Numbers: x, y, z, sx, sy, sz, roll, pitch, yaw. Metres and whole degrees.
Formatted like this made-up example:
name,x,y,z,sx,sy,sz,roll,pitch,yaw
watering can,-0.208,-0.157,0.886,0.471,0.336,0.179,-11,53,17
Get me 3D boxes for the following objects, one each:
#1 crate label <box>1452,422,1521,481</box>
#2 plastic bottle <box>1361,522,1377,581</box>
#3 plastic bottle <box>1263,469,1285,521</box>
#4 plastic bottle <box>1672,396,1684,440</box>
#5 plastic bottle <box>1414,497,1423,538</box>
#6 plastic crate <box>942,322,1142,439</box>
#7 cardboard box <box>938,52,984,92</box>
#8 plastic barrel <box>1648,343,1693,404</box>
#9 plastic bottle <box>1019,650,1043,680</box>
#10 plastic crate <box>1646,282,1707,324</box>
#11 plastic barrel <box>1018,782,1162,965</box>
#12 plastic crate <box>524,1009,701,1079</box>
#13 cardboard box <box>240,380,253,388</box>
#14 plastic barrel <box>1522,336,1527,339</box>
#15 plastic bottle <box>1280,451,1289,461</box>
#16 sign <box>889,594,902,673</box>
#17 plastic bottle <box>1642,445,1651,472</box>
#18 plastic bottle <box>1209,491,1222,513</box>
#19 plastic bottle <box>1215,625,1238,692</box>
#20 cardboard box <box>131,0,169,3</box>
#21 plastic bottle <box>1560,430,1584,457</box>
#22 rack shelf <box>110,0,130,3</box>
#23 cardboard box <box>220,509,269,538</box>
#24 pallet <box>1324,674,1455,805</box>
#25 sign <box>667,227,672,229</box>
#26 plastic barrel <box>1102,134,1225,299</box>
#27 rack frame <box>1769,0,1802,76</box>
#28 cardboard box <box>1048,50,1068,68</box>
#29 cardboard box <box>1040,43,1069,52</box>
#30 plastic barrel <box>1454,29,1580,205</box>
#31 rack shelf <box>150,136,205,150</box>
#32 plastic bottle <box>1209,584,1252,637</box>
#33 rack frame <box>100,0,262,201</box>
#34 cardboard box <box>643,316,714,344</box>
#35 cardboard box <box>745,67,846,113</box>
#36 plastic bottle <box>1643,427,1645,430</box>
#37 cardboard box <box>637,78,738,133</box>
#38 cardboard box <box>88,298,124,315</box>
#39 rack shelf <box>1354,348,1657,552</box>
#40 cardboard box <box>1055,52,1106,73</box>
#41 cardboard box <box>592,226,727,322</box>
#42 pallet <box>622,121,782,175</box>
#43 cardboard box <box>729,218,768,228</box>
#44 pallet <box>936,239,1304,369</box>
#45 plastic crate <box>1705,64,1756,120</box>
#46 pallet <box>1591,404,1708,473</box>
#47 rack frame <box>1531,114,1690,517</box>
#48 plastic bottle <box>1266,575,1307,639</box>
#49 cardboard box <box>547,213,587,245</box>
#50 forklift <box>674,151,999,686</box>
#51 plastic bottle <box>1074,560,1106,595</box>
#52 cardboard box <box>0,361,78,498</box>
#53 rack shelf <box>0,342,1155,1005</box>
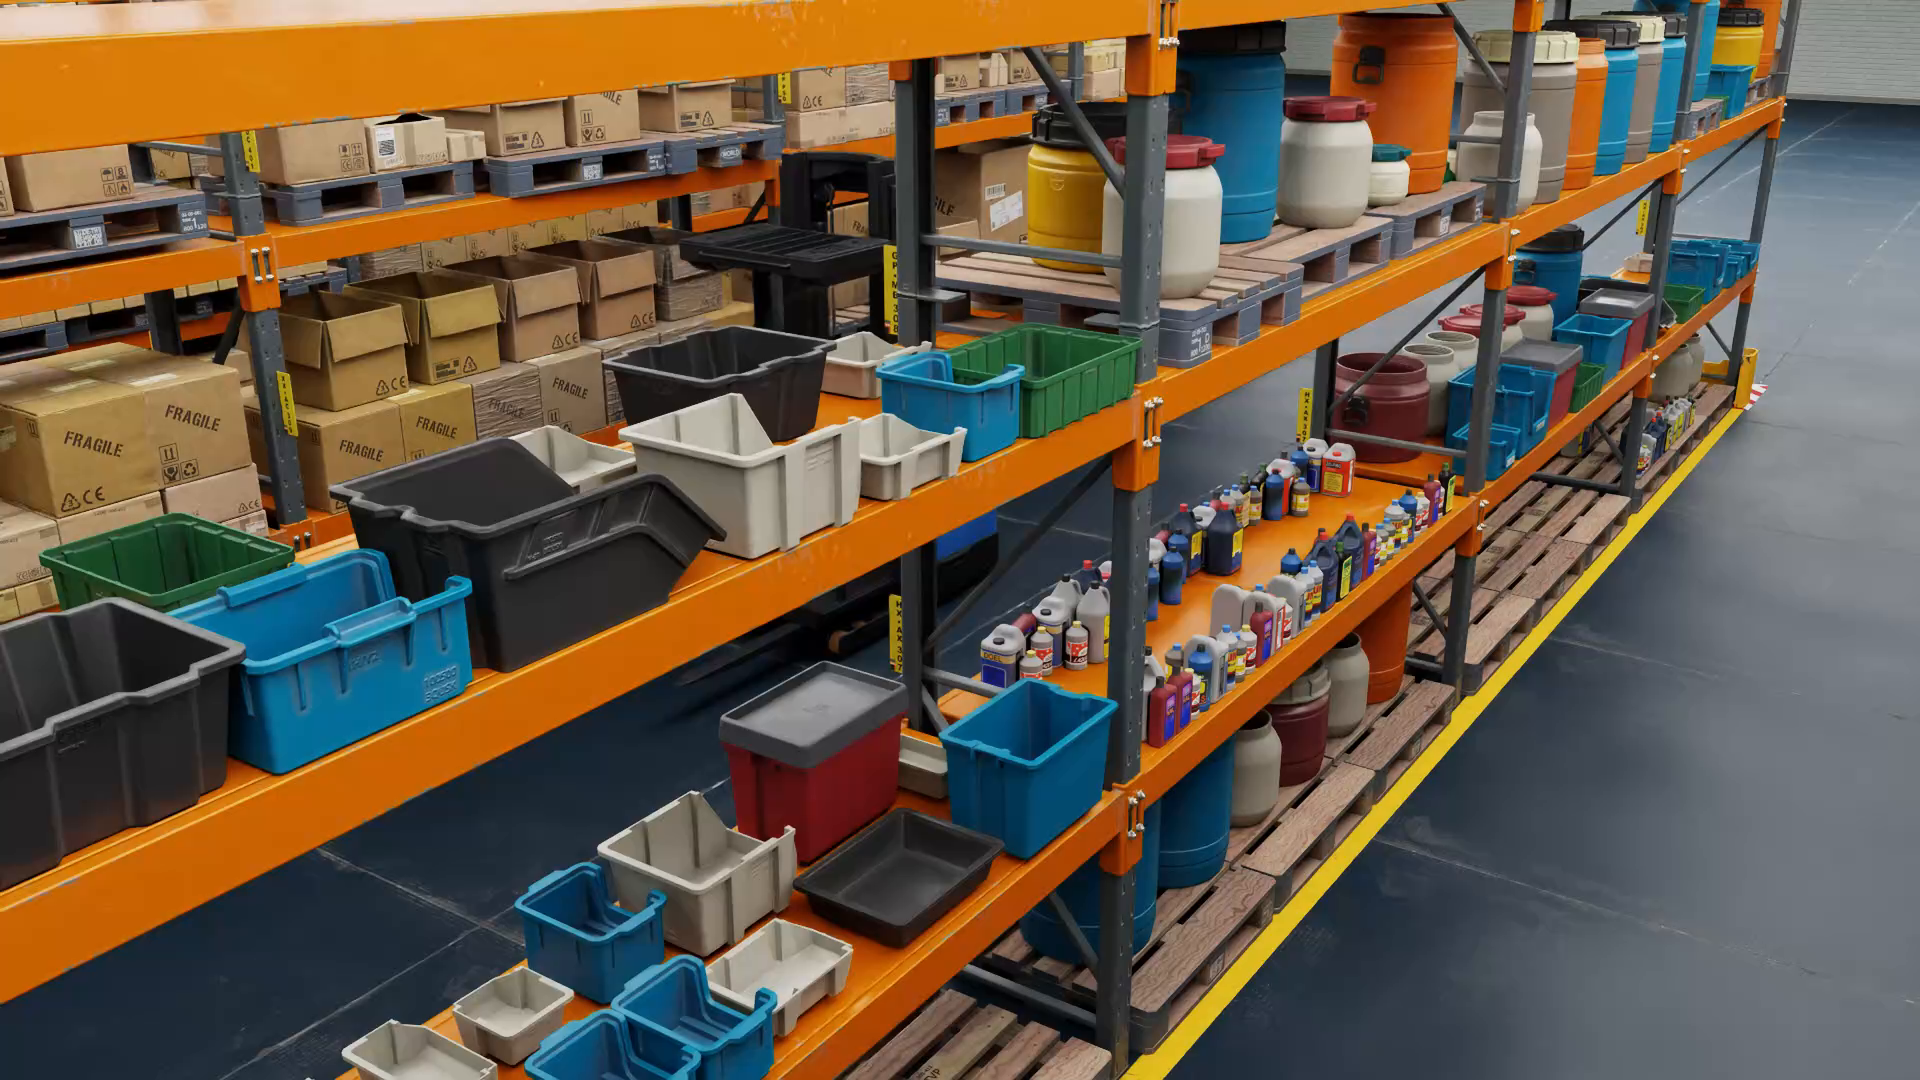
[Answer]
name,x,y,z,sx,sy,sz,roll,pitch,yaw
crate label,3.015,-0.507,9.552,0.303,0.233,0.416,13,24,32
plastic bottle,1.951,0.045,7.989,0.061,0.283,0.133,13,24,32
plastic bottle,1.660,-0.243,8.784,0.097,0.271,0.097,0,20,0
plastic bottle,5.963,-1.029,13.907,0.144,0.351,0.185,14,25,34
plastic bottle,2.329,-0.121,8.555,0.097,0.201,0.097,0,20,0
plastic crate,0.231,-0.517,5.319,0.450,0.188,0.662,13,24,32
cardboard box,-0.255,-3.917,13.453,0.797,0.503,0.637,14,25,34
plastic barrel,6.376,-1.515,15.018,0.421,0.512,0.421,0,20,0
plastic bottle,0.287,0.546,6.750,0.097,0.201,0.097,0,20,0
plastic crate,5.713,-1.920,13.437,0.450,0.188,0.662,13,24,32
plastic barrel,0.539,1.245,6.995,0.600,0.901,0.708,13,24,32
plastic crate,-0.878,1.424,4.246,0.416,0.233,0.300,13,24,32
cardboard box,-6.122,-1.136,14.010,0.500,0.500,0.500,14,25,34
plastic barrel,3.846,-1.270,11.575,0.301,0.262,0.301,0,20,0
plastic bottle,1.735,-0.336,9.018,0.061,0.283,0.133,13,24,32
sign,-0.235,0.373,6.535,0.100,0.325,0.005,13,24,32
plastic bottle,5.372,-0.643,13.079,0.097,0.201,0.097,0,20,0
plastic bottle,1.270,-0.099,8.377,0.061,0.283,0.133,13,24,32
plastic bottle,1.088,0.479,6.831,0.097,0.271,0.097,0,20,0
cardboard box,-11.014,-7.351,22.868,0.500,0.311,0.500,14,24,33
plastic bottle,4.959,-0.862,13.455,0.144,0.351,0.185,13,24,32
rack shelf,-2.753,-3.218,9.607,1.077,0.370,4.000,13,24,32
cardboard box,-3.777,-0.086,8.537,0.380,0.149,0.250,13,24,32
pallet,2.059,1.005,9.244,1.003,0.211,1.213,13,24,32
sign,-2.083,-2.112,12.097,0.100,0.325,0.005,13,24,32
plastic barrel,0.723,-1.159,5.950,0.433,0.535,0.433,0,20,0
rack frame,6.965,-5.646,14.558,1.000,3.000,0.127,13,24,32
cardboard box,0.790,-4.383,15.108,0.380,0.149,0.250,14,24,32
cardboard box,0.662,-4.657,14.915,0.500,0.500,0.500,12,24,30
plastic barrel,3.109,-2.373,9.309,0.600,0.901,0.600,0,20,0
rack shelf,-6.798,-2.995,12.752,1.077,0.370,4.000,13,24,32
plastic bottle,1.189,0.315,7.269,0.152,0.276,0.135,13,24,32
rack frame,-3.877,-3.169,7.862,1.000,3.000,0.127,13,24,32
cardboard box,-1.986,-1.218,11.091,0.500,0.500,0.500,13,24,31
cardboard box,-1.151,-3.276,11.610,0.500,0.500,0.500,14,24,32
plastic bottle,5.495,-0.828,13.477,0.097,0.271,0.097,0,20,0
cardboard box,-1.912,-2.966,10.883,0.797,0.503,0.637,15,25,35
cardboard box,-6.591,-1.830,12.645,0.380,0.149,0.250,13,24,31
rack shelf,3.592,-0.774,11.070,1.077,0.370,4.000,13,24,32
cardboard box,1.058,-4.208,14.634,0.380,0.149,0.250,12,24,30
cardboard box,-2.053,-1.814,11.255,0.797,0.503,0.637,14,25,34
pallet,-1.946,-2.626,10.990,1.213,0.211,1.003,15,25,34
cardboard box,-2.510,-3.274,19.249,0.875,0.875,0.875,13,24,32
pallet,0.579,-0.952,6.463,1.213,0.211,1.003,13,24,32
plastic crate,6.142,-3.626,13.444,0.392,0.384,0.575,13,24,32
pallet,5.814,-0.913,14.429,1.003,0.211,1.213,13,24,32
rack frame,4.716,-1.685,12.496,1.000,3.000,0.127,13,24,32
plastic bottle,1.445,0.278,7.369,0.152,0.276,0.135,13,24,32
cardboard box,-4.065,-3.202,16.454,0.500,0.500,0.500,14,24,32
forklift,-0.984,-0.839,10.307,1.130,2.935,3.031,14,24,32
plastic bottle,0.569,0.253,7.328,0.144,0.351,0.185,13,24,32
cardboard box,-4.641,-0.549,8.132,0.500,0.500,0.500,13,24,32
rack shelf,-0.905,0.115,4.344,1.077,0.370,4.000,13,24,32
